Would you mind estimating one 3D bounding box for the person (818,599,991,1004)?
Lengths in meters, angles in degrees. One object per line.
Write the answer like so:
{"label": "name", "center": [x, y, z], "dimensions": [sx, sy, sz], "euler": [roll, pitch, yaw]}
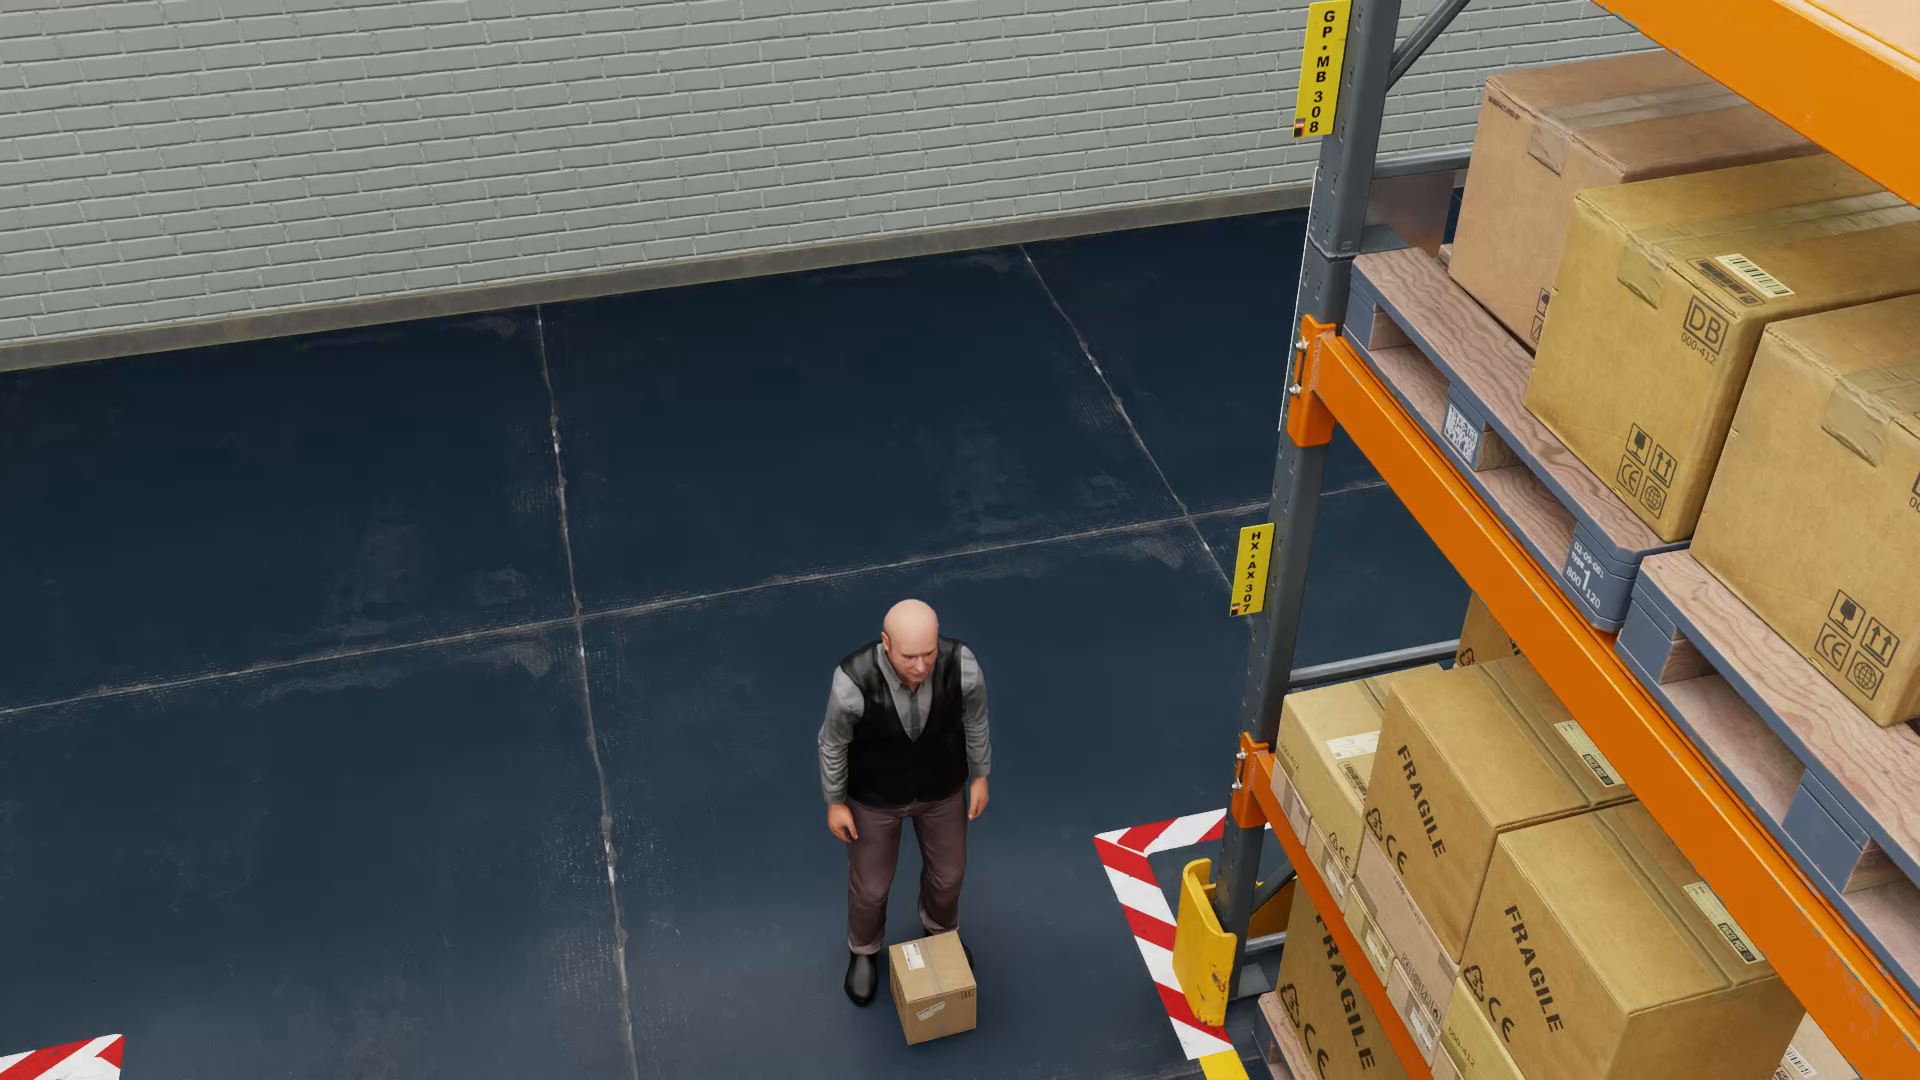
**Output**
{"label": "person", "center": [-0.183, 0.842, 5.654], "dimensions": [0.581, 1.721, 0.419], "euler": [-9, 39, -12]}
